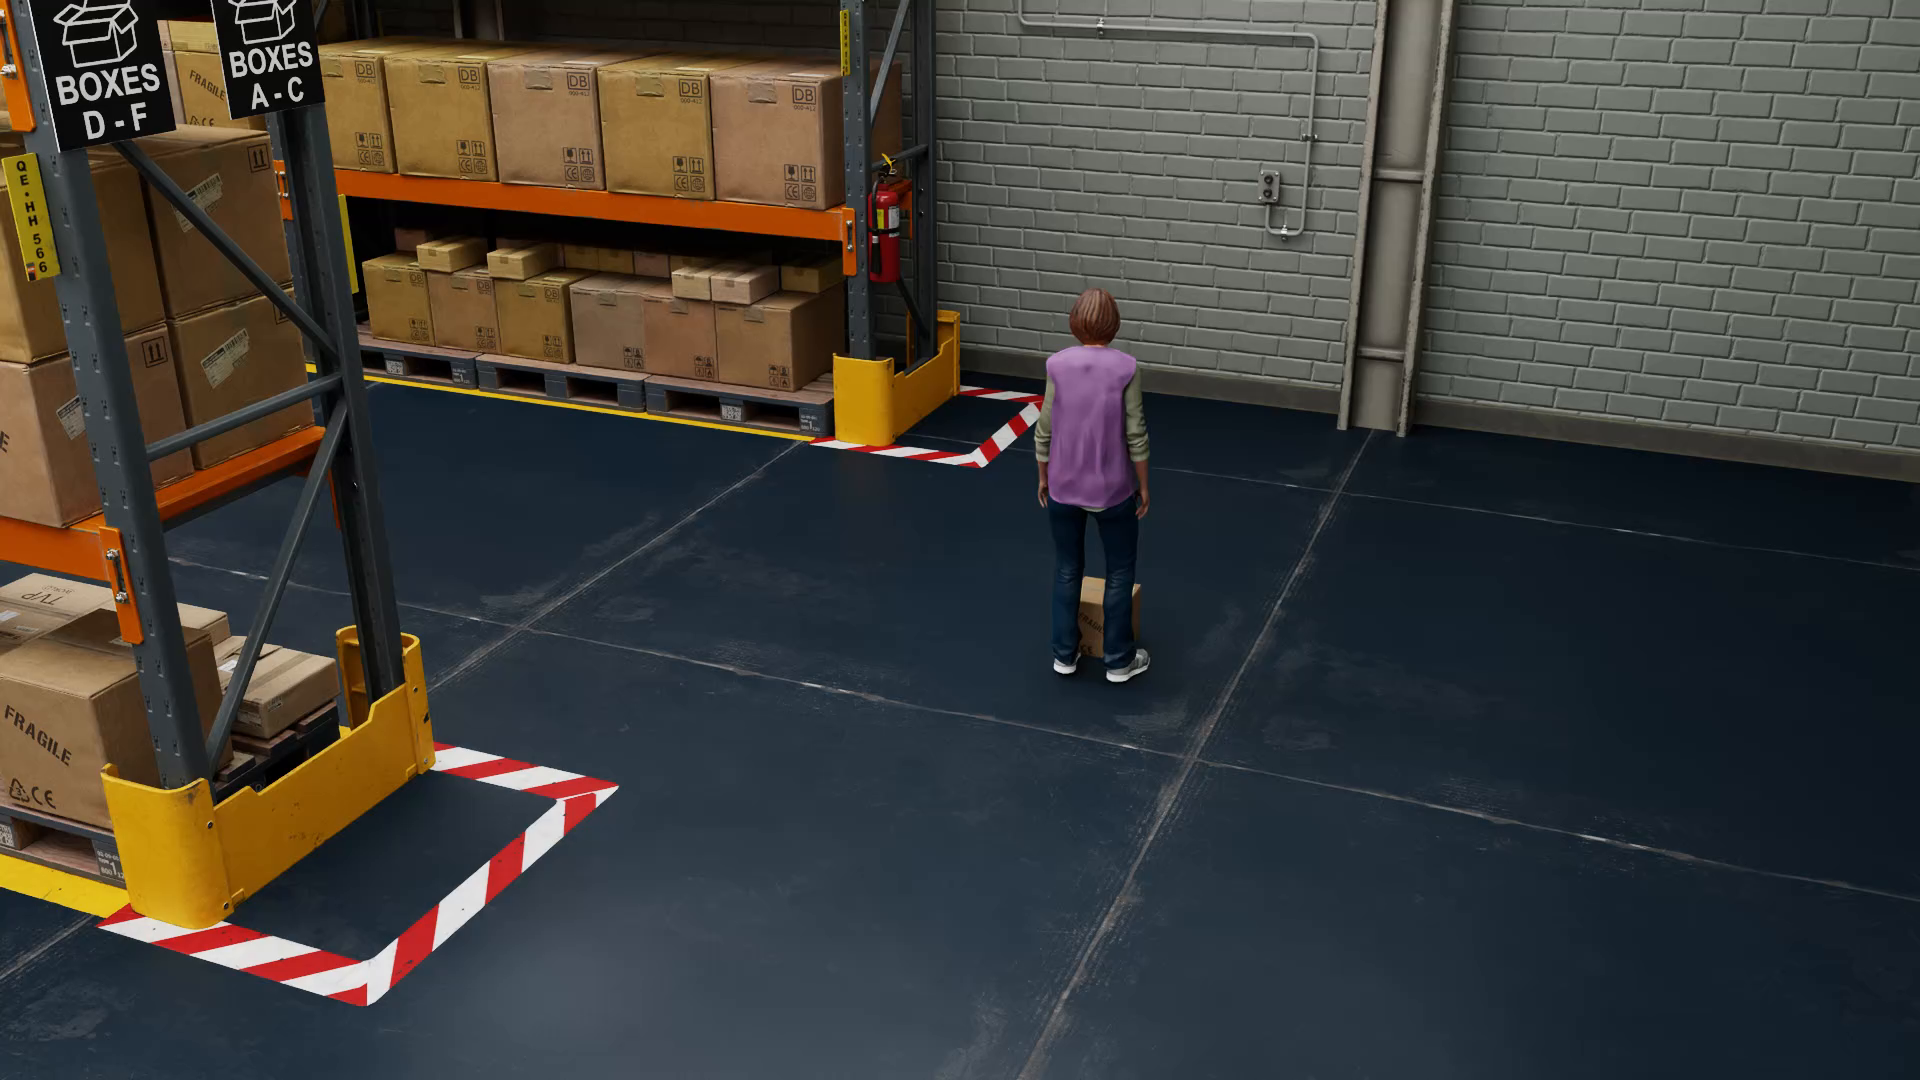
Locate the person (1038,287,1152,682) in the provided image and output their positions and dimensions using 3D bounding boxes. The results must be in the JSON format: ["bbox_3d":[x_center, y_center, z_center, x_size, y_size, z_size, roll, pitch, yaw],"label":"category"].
[{"bbox_3d":[0.532,-0.198,6.581,0.460,1.593,0.346,9,24,20],"label":"person"}]
